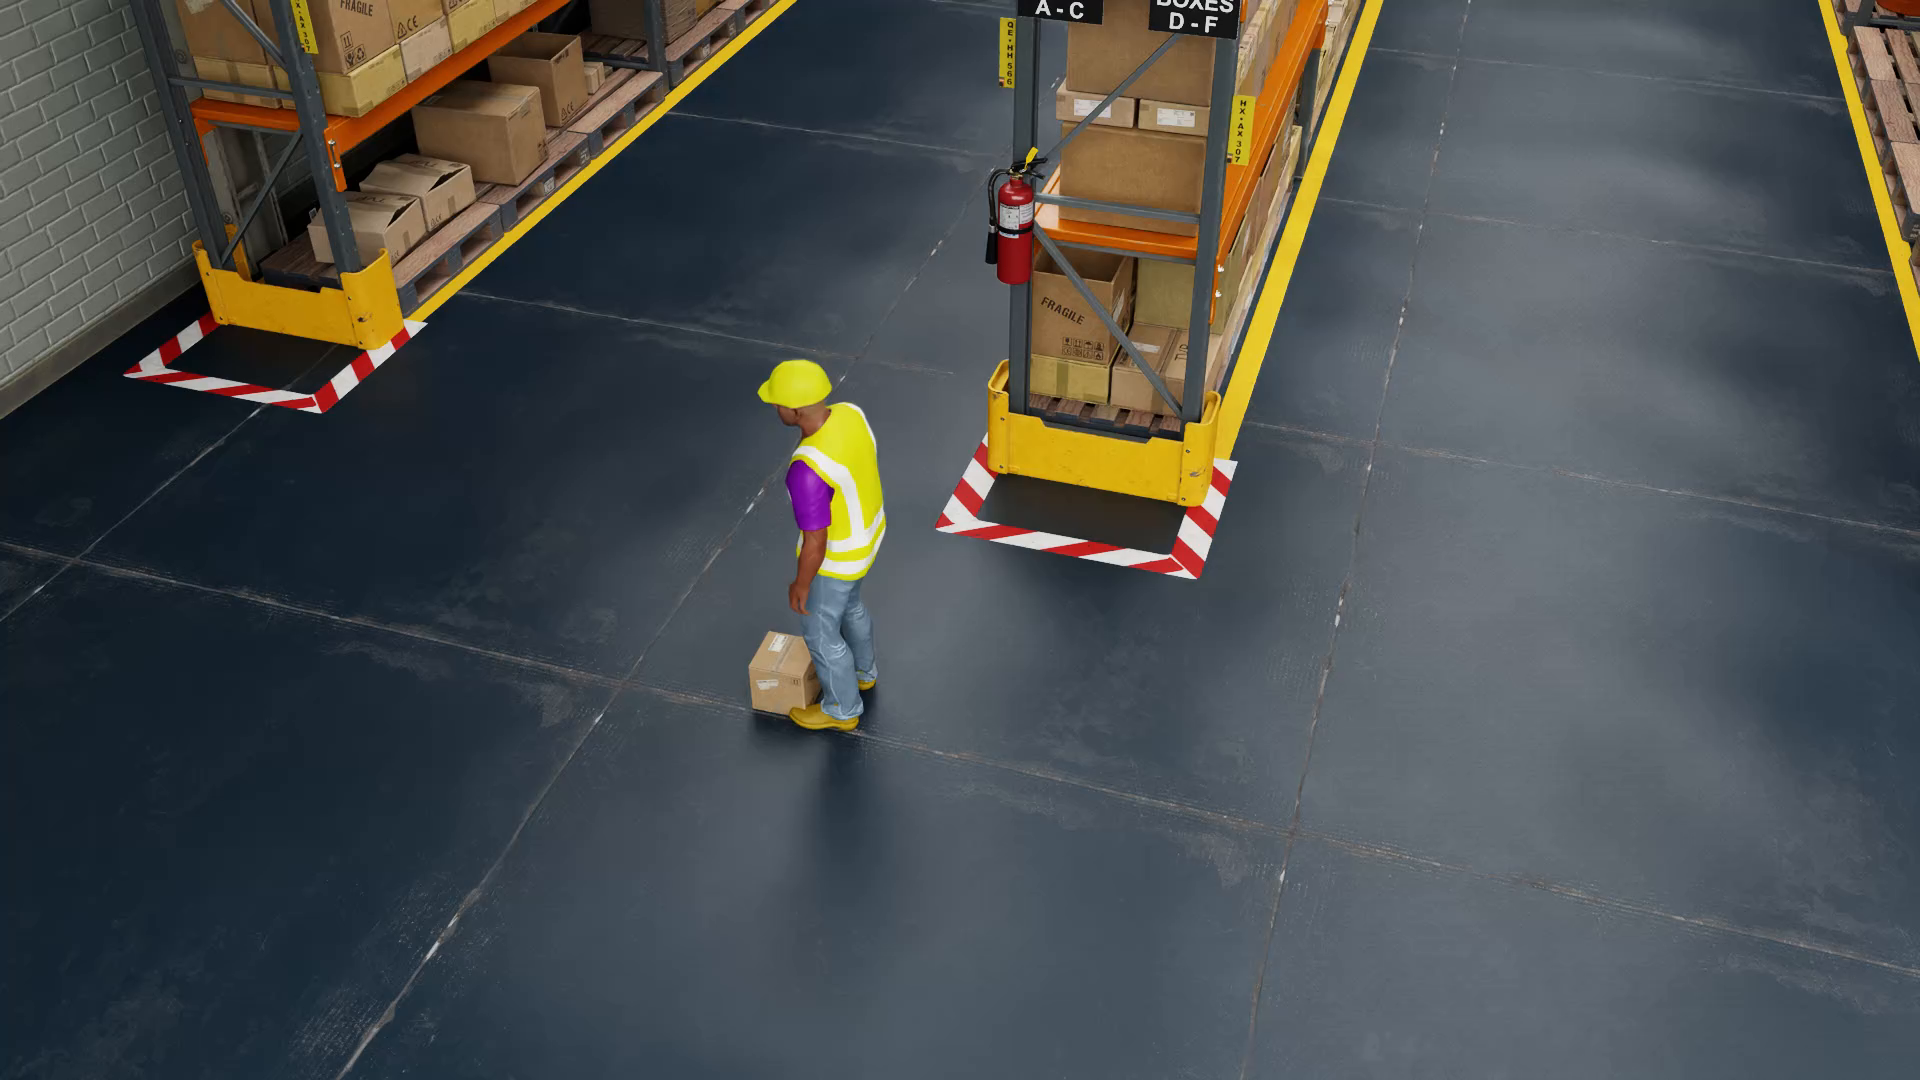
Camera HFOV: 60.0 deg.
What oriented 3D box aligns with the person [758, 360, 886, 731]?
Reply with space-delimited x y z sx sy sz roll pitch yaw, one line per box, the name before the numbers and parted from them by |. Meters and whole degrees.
person | -0.548 0.025 6.846 0.462 1.757 0.629 10 38 13
